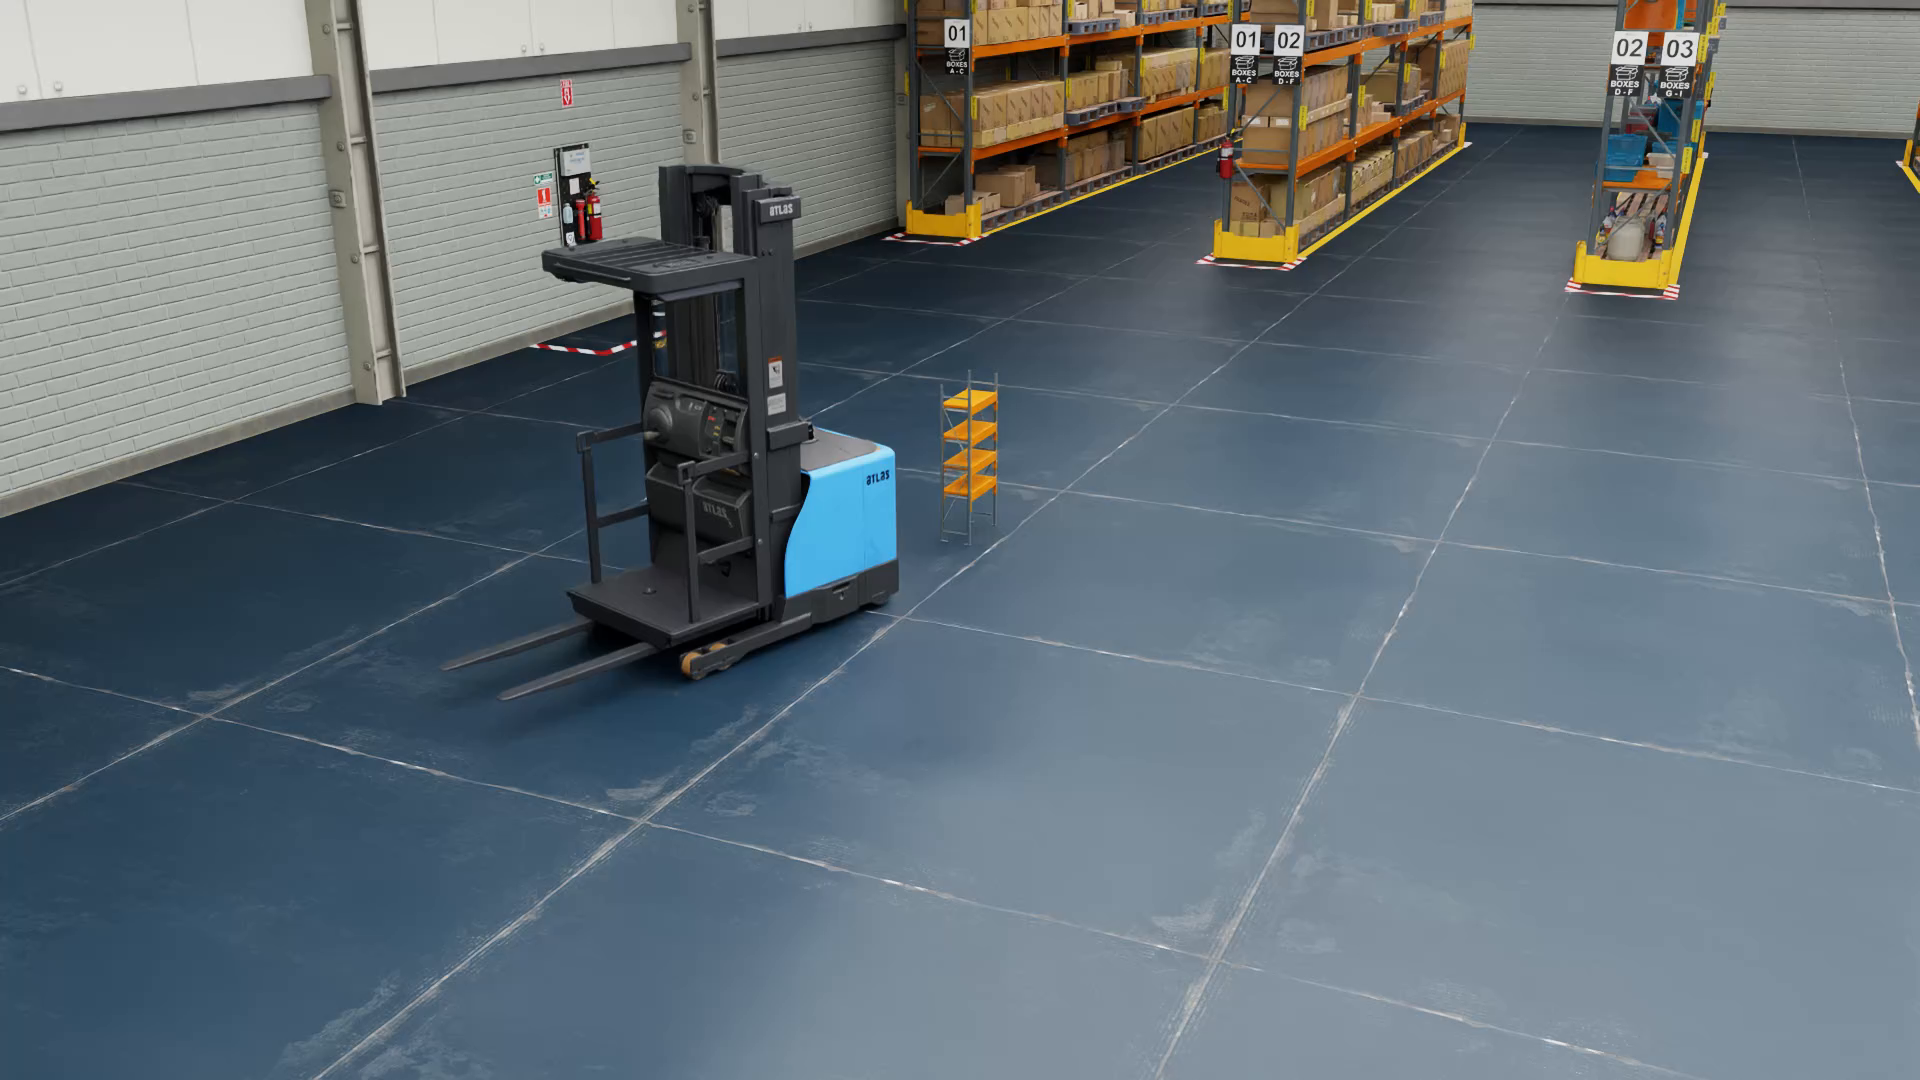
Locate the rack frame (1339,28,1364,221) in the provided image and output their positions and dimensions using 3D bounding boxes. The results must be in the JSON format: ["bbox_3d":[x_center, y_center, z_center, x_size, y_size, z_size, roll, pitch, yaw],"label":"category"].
[{"bbox_3d":[5.870,-6.683,26.783,1.000,3.000,0.127,9,21,23],"label":"rack frame"}]

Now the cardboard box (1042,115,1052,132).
[{"bbox_3d":[1.220,-6.962,27.763,0.500,0.250,0.500,9,21,23],"label":"cardboard box"}]

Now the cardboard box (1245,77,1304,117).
[{"bbox_3d":[4.456,-6.275,23.552,0.700,0.500,0.500,9,21,23],"label":"cardboard box"}]

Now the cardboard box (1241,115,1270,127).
[{"bbox_3d":[4.215,-5.955,23.621,0.380,0.149,0.250,8,21,22],"label":"cardboard box"}]

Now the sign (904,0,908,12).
[{"bbox_3d":[-0.787,-8.051,24.833,0.100,0.325,0.005,9,21,23],"label":"sign"}]

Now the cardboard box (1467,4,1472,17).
[{"bbox_3d":[10.814,-11.500,36.077,0.500,0.250,0.500,9,21,23],"label":"cardboard box"}]

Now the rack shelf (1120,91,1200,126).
[{"bbox_3d":[3.806,-8.856,33.969,1.077,0.370,4.000,9,21,23],"label":"rack shelf"}]

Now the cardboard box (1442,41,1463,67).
[{"bbox_3d":[10.438,-10.382,35.542,0.500,0.500,0.500,9,22,24],"label":"cardboard box"}]

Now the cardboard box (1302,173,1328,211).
[{"bbox_3d":[5.271,-5.307,25.272,0.500,0.500,0.500,9,21,23],"label":"cardboard box"}]

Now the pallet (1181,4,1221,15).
[{"bbox_3d":[4.970,-11.427,35.779,1.003,0.211,1.213,9,21,23],"label":"pallet"}]

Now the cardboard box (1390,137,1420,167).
[{"bbox_3d":[8.583,-7.508,32.179,0.500,0.500,0.500,8,21,21],"label":"cardboard box"}]

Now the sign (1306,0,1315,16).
[{"bbox_3d":[4.736,-7.244,22.463,0.100,0.325,0.005,9,21,23],"label":"sign"}]

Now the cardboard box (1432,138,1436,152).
[{"bbox_3d":[9.515,-8.167,34.313,0.500,0.311,0.500,9,21,23],"label":"cardboard box"}]

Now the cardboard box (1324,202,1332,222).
[{"bbox_3d":[5.474,-5.107,25.829,0.500,0.250,0.500,9,21,23],"label":"cardboard box"}]

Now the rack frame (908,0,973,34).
[{"bbox_3d":[-0.289,-8.965,24.247,1.000,3.000,0.127,9,21,23],"label":"rack frame"}]

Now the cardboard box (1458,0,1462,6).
[{"bbox_3d":[10.195,-11.278,34.706,0.500,0.250,0.500,9,21,23],"label":"cardboard box"}]

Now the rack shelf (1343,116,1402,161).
[{"bbox_3d":[6.689,-6.955,28.622,1.077,0.370,4.000,9,21,23],"label":"rack shelf"}]

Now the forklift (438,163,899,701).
[{"bbox_3d":[-1.780,-0.725,10.132,1.130,2.935,3.031,17,26,40],"label":"forklift"}]

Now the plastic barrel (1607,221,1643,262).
[{"bbox_3d":[8.949,-4.016,22.372,0.421,0.512,0.421,0,20,0],"label":"plastic barrel"}]

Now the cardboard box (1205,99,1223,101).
[{"bbox_3d":[5.936,-10.193,38.790,0.380,0.149,0.250,9,21,23],"label":"cardboard box"}]

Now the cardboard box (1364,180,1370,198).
[{"bbox_3d":[6.681,-5.989,28.309,0.500,0.250,0.500,8,21,21],"label":"cardboard box"}]

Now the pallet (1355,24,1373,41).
[{"bbox_3d":[6.219,-8.277,27.075,0.805,0.209,1.217,8,21,21],"label":"pallet"}]

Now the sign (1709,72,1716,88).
[{"bbox_3d":[15.810,-9.676,34.957,0.100,0.325,0.005,9,21,23],"label":"sign"}]

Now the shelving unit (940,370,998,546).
[{"bbox_3d":[0.068,-0.616,12.410,0.258,1.200,0.503,9,21,23],"label":"shelving unit"}]

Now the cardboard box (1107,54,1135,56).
[{"bbox_3d":[3.151,-9.466,32.867,0.500,0.250,0.500,8,21,21],"label":"cardboard box"}]

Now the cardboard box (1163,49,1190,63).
[{"bbox_3d":[4.449,-10.024,34.436,0.500,0.250,0.500,9,21,24],"label":"cardboard box"}]

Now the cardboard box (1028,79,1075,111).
[{"bbox_3d":[1.589,-7.766,29.024,0.700,0.500,0.500,9,21,23],"label":"cardboard box"}]

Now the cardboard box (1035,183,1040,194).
[{"bbox_3d":[1.157,-6.066,28.620,0.380,0.166,0.250,6,20,16],"label":"cardboard box"}]

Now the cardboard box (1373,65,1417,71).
[{"bbox_3d":[8.524,-9.040,32.636,0.700,0.500,0.500,12,23,31],"label":"cardboard box"}]

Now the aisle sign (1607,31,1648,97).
[{"bbox_3d":[8.449,-6.023,21.047,0.394,0.787,0.004,9,21,23],"label":"aisle sign"}]

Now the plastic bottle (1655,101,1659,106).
[{"bbox_3d":[12.631,-7.832,30.208,0.097,0.271,0.097,0,20,0],"label":"plastic bottle"}]

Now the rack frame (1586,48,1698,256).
[{"bbox_3d":[8.749,-4.779,21.430,1.000,3.000,0.127,9,21,23],"label":"rack frame"}]

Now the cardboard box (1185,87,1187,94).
[{"bbox_3d":[4.516,-9.402,34.775,0.380,0.149,0.250,9,22,24],"label":"cardboard box"}]

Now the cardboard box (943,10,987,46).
[{"bbox_3d":[0.076,-7.676,24.921,0.500,0.500,0.500,9,22,24],"label":"cardboard box"}]

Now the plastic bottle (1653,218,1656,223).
[{"bbox_3d":[10.072,-4.542,24.160,0.061,0.283,0.133,9,21,23],"label":"plastic bottle"}]

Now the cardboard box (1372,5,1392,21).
[{"bbox_3d":[7.175,-9.137,28.804,0.500,0.250,0.500,9,22,24],"label":"cardboard box"}]

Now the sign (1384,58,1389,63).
[{"bbox_3d":[8.648,-9.608,33.717,0.100,0.325,0.005,9,21,23],"label":"sign"}]

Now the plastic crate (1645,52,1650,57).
[{"bbox_3d":[9.256,-6.809,22.685,0.392,0.384,0.575,9,21,23],"label":"plastic crate"}]

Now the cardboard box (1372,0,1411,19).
[{"bbox_3d":[7.656,-9.504,30.089,0.910,0.500,0.500,9,21,23],"label":"cardboard box"}]

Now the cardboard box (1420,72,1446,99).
[{"bbox_3d":[9.603,-9.294,33.975,0.500,0.500,0.500,9,22,24],"label":"cardboard box"}]

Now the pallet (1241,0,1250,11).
[{"bbox_3d":[5.969,-12.173,37.876,1.003,0.211,1.213,9,21,23],"label":"pallet"}]

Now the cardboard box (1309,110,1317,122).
[{"bbox_3d":[5.010,-6.219,24.361,0.380,0.149,0.250,8,21,21],"label":"cardboard box"}]

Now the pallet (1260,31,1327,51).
[{"bbox_3d":[4.545,-7.044,23.454,1.003,0.211,1.213,9,21,23],"label":"pallet"}]

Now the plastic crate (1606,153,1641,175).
[{"bbox_3d":[8.952,-5.101,22.557,0.499,0.251,0.408,9,21,23],"label":"plastic crate"}]

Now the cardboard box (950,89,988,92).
[{"bbox_3d":[0.133,-6.915,26.511,0.500,0.500,0.500,8,21,21],"label":"cardboard box"}]

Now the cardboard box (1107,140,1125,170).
[{"bbox_3d":[2.740,-7.386,31.835,0.700,0.500,0.500,9,21,23],"label":"cardboard box"}]

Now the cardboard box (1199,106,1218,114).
[{"bbox_3d":[5.545,-9.586,37.083,0.380,0.149,0.250,8,21,21],"label":"cardboard box"}]

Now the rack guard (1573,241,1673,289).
[{"bbox_3d":[8.738,-3.631,21.932,1.175,0.500,0.348,9,21,23],"label":"rack guard"}]

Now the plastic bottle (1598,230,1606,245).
[{"bbox_3d":[9.102,-4.289,23.573,0.097,0.201,0.097,0,20,0],"label":"plastic bottle"}]

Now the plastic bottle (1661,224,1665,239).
[{"bbox_3d":[9.957,-4.348,23.632,0.097,0.271,0.097,0,20,0],"label":"plastic bottle"}]

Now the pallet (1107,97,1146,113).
[{"bbox_3d":[2.792,-8.261,31.507,1.213,0.211,1.003,9,21,23],"label":"pallet"}]

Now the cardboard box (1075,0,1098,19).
[{"bbox_3d":[2.151,-9.552,29.600,0.500,0.500,0.500,8,21,21],"label":"cardboard box"}]

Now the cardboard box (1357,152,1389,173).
[{"bbox_3d":[7.311,-6.718,29.523,0.500,0.311,0.500,8,21,22],"label":"cardboard box"}]

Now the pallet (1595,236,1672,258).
[{"bbox_3d":[9.576,-4.114,23.722,1.003,0.211,1.213,9,21,23],"label":"pallet"}]

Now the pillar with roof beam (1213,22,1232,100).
[{"bbox_3d":[10.507,-14.209,38.994,9.100,9.000,0.400,9,21,23],"label":"pillar with roof beam"}]
